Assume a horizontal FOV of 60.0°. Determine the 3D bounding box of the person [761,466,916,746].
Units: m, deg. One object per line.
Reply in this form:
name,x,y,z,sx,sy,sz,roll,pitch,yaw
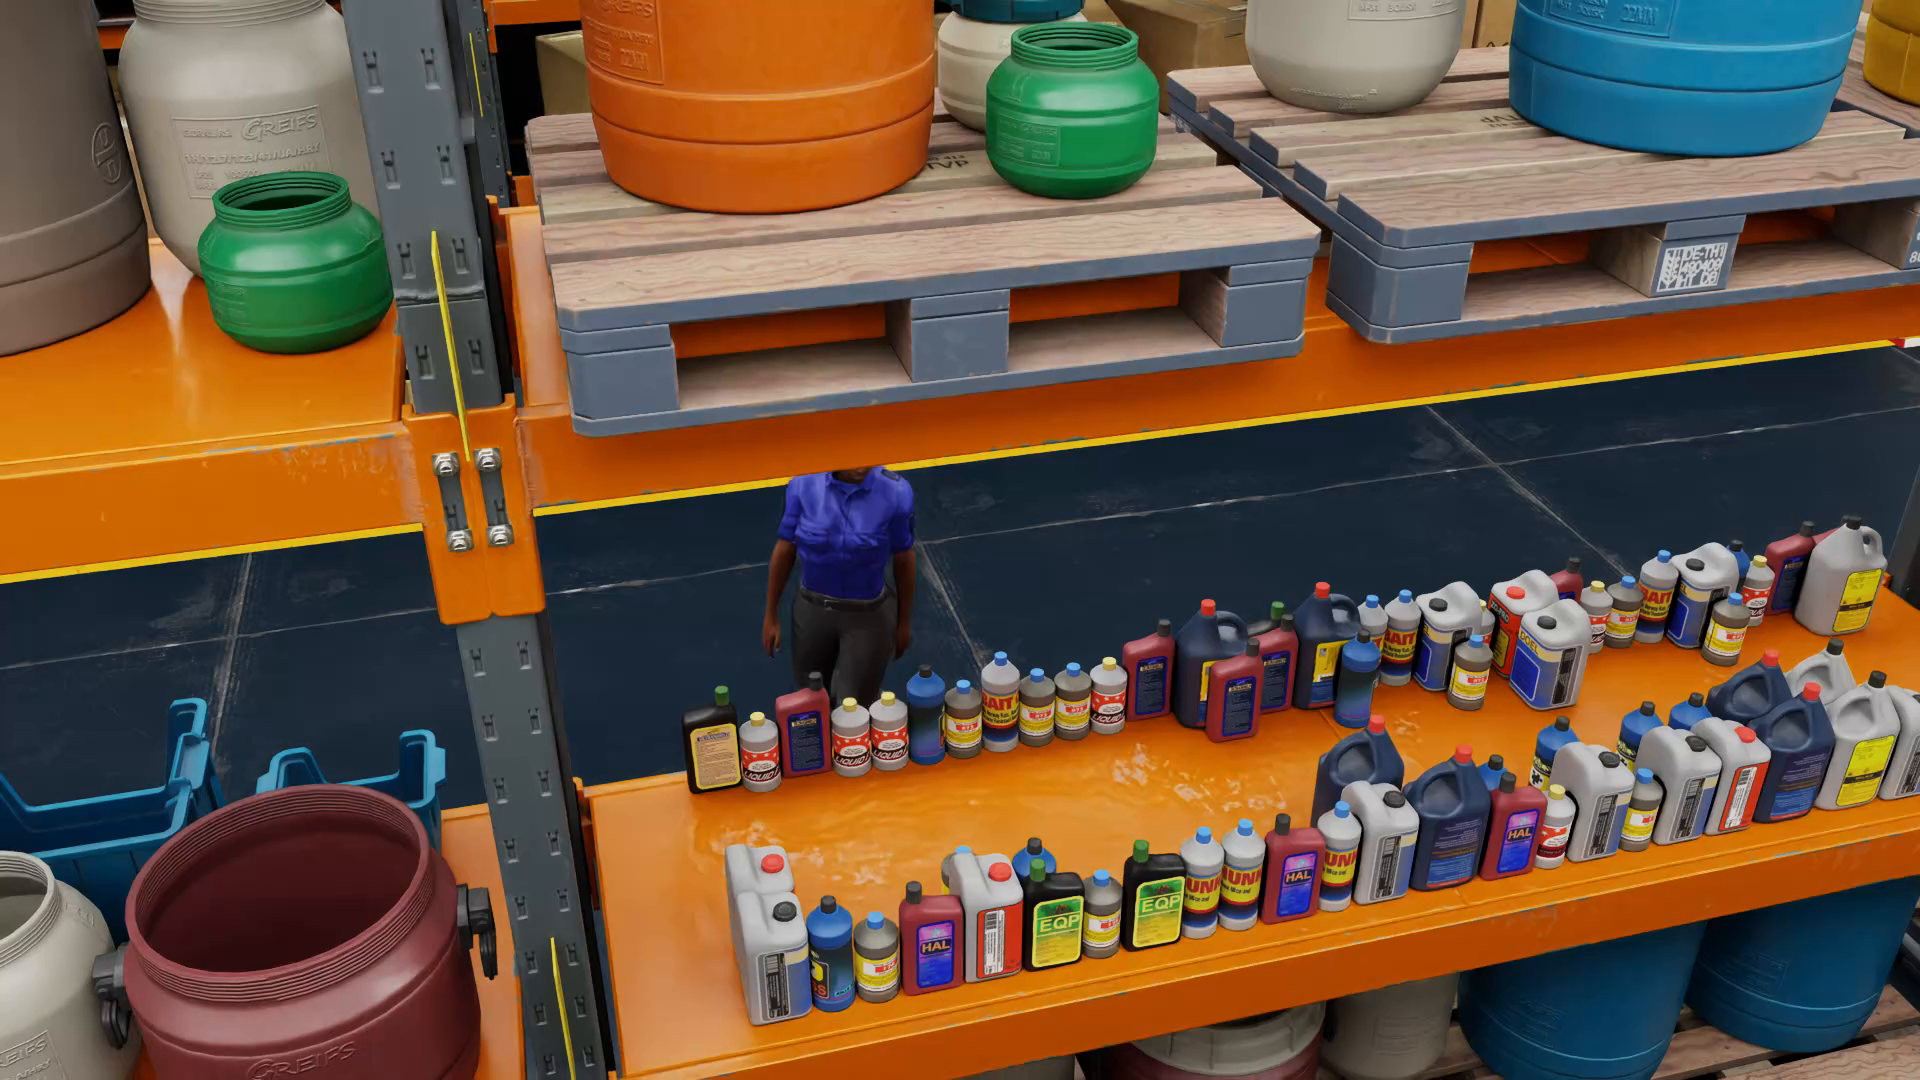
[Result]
person,-0.403,0.239,5.718,0.519,1.637,0.805,6,31,10
